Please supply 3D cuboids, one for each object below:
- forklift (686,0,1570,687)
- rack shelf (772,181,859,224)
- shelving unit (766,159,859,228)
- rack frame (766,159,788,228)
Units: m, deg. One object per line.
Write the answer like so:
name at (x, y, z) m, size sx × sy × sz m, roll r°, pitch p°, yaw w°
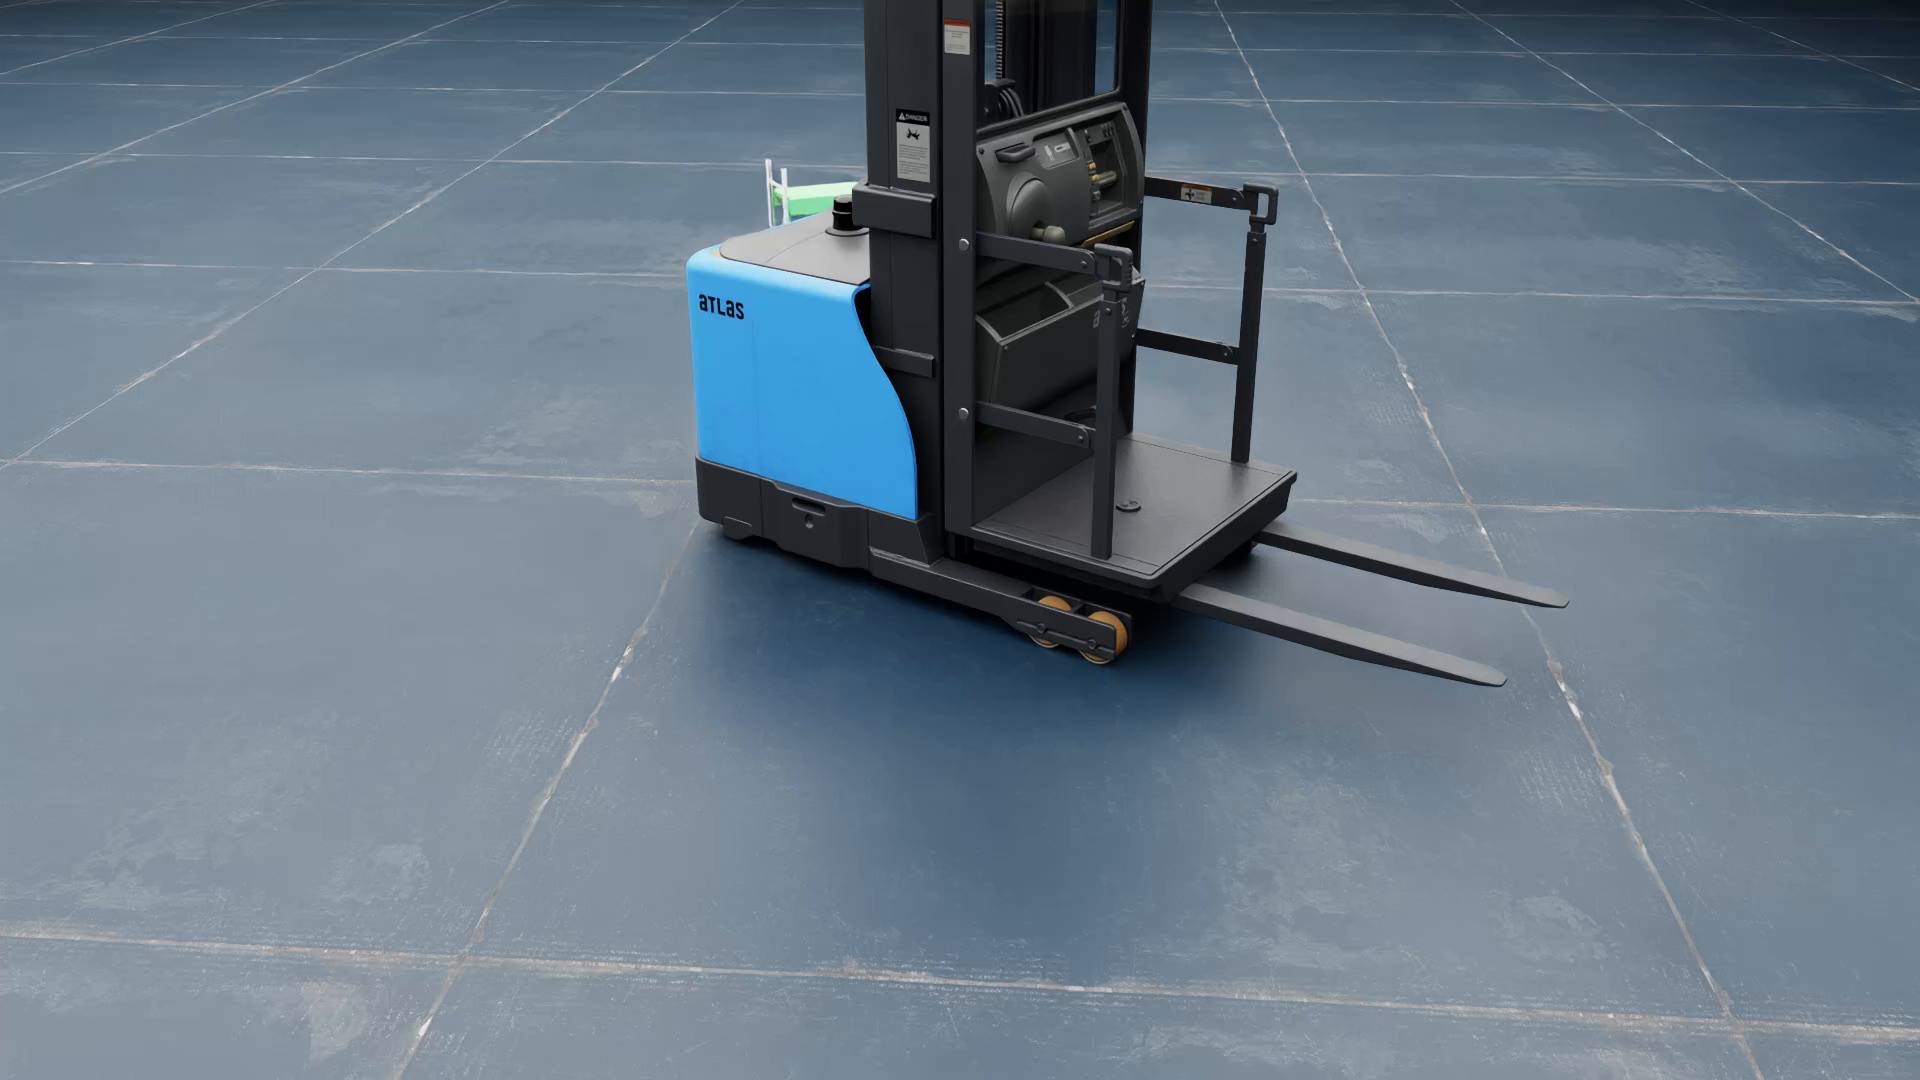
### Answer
forklift at (0.511, -1.183, 5.315) m, size 3.031 × 2.935 × 1.130 m, roll 16°, pitch 29°, yaw 31°
rack shelf at (-0.505, -1.365, 6.774) m, size 0.480 × 0.148 × 0.258 m, roll -10°, pitch 24°, yaw -20°
shelving unit at (-0.499, -0.981, 6.934) m, size 0.503 × 1.200 × 0.258 m, roll -10°, pitch 24°, yaw -20°
rack frame at (-0.724, -0.942, 6.850) m, size 0.015 × 1.200 × 0.240 m, roll -10°, pitch 24°, yaw -20°
